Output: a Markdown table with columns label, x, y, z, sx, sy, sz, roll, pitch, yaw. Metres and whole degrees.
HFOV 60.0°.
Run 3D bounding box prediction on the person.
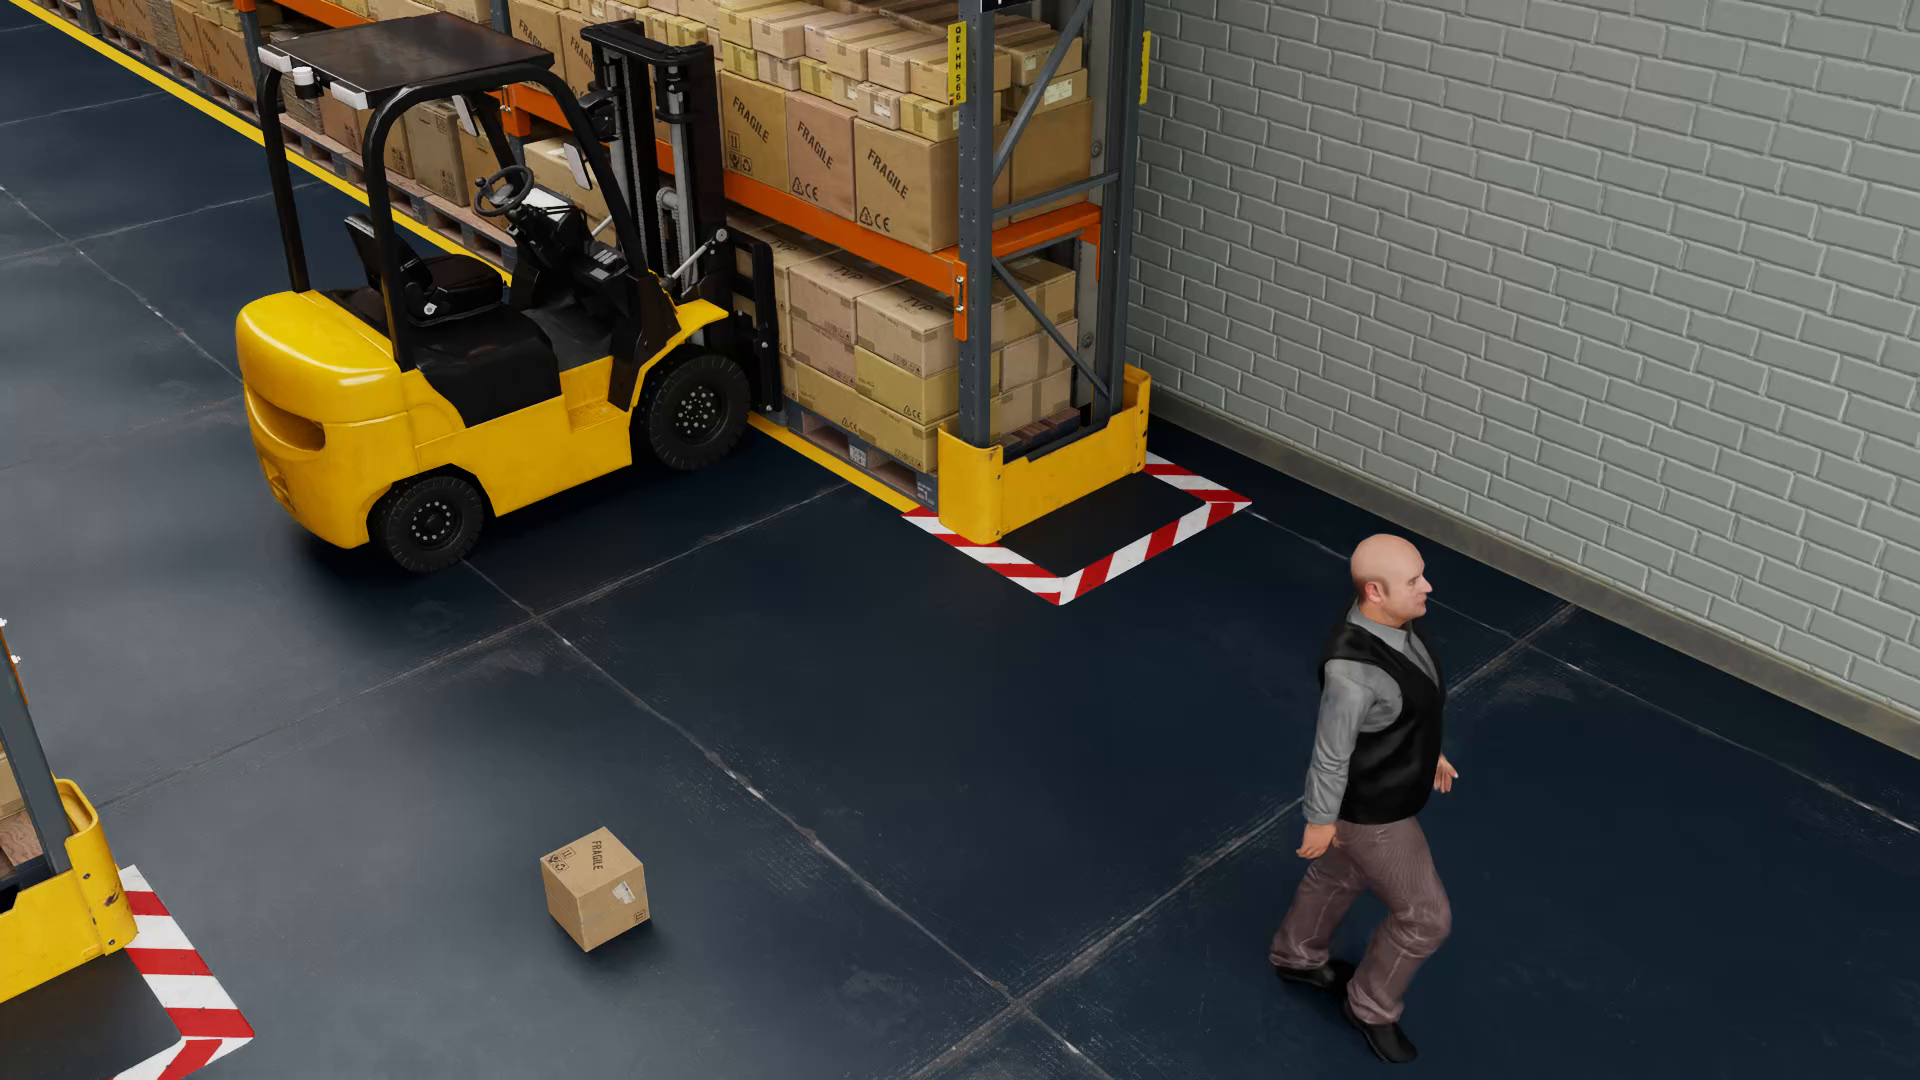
| label | x | y | z | sx | sy | sz | roll | pitch | yaw |
| --- | --- | --- | --- | --- | --- | --- | --- | --- | --- |
| person | 1.245 | 0.773 | 4.926 | 0.525 | 1.778 | 0.540 | 10 | 33 | 16 |
